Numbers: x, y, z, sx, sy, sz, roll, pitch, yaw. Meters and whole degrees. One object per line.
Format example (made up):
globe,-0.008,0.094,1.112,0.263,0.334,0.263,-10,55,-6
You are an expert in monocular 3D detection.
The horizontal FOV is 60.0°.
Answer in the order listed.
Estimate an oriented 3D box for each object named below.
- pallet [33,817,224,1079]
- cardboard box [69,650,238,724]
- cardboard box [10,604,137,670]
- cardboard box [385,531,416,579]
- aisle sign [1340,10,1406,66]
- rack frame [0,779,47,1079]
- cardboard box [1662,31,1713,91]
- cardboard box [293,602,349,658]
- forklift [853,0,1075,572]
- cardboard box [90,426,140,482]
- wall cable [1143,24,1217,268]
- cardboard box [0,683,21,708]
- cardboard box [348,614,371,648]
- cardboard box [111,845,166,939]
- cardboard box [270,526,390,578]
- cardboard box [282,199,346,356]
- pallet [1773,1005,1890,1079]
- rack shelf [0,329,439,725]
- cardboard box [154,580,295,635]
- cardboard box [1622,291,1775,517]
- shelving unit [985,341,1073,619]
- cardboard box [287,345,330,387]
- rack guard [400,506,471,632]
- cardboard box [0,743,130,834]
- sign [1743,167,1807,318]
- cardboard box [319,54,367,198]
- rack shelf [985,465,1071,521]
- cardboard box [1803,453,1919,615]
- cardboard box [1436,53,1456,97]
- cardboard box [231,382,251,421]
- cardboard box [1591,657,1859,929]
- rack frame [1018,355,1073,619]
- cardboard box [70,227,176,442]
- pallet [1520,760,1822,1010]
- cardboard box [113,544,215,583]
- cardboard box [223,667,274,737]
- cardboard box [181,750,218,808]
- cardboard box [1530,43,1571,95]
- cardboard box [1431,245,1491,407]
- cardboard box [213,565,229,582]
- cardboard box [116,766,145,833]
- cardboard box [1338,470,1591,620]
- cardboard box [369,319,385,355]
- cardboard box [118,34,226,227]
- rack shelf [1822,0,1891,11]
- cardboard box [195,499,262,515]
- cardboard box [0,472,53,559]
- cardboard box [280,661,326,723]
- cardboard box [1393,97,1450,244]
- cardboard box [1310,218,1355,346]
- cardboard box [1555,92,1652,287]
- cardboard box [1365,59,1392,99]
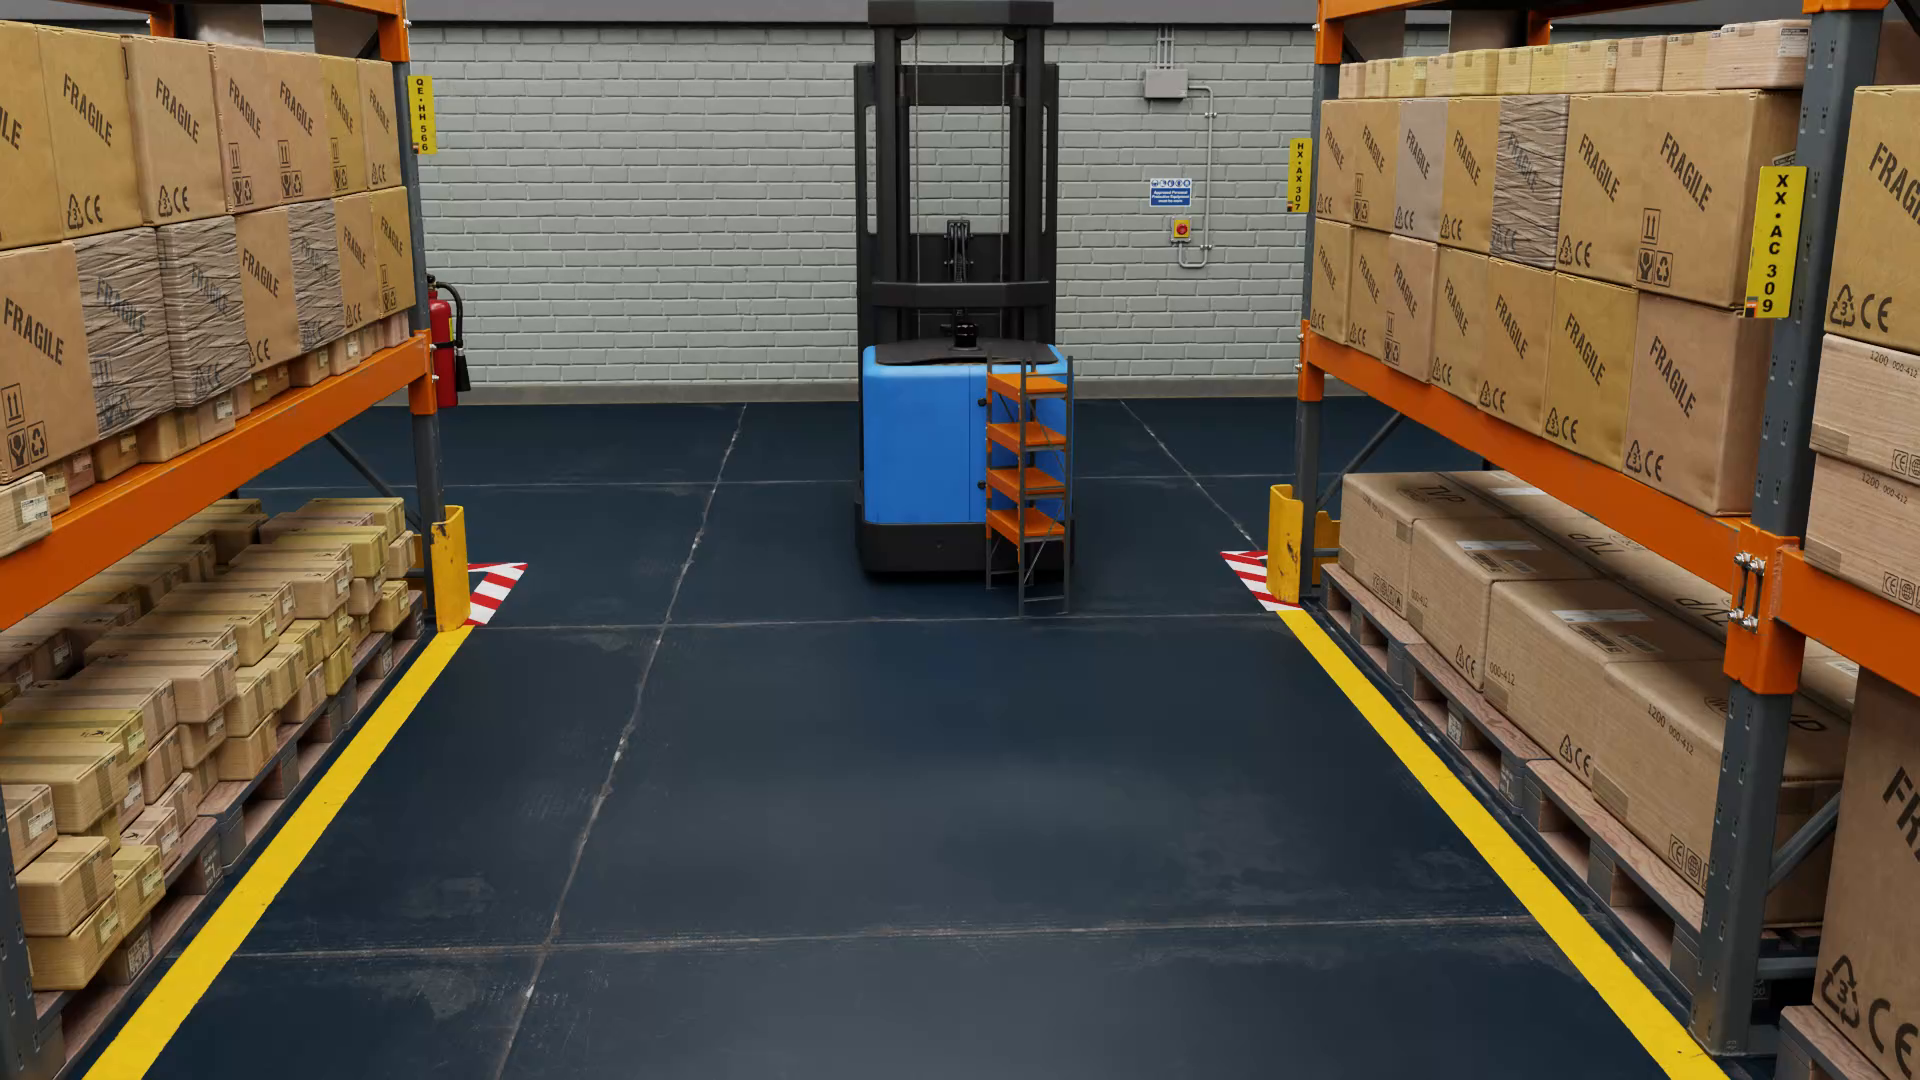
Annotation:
pallet,-2.676,1.084,4.389,1.003,0.211,1.213,-1,14,-3
cardboard box,-2.409,0.440,4.981,0.380,0.149,0.250,-1,14,-2
cardboard box,-2.941,0.318,5.454,0.380,0.149,0.250,-1,14,-3
cardboard box,-2.529,0.066,7.033,0.380,0.149,0.250,-1,14,-5
aisle sign,1.794,-2.468,7.384,0.394,0.787,0.004,-1,14,-3
rack frame,-2.602,-0.100,3.394,0.949,2.616,0.053,-1,14,-3
cardboard box,2.085,-1.249,4.353,0.380,0.149,0.250,-1,14,-3
cardboard box,-2.450,0.323,6.031,0.380,0.149,0.250,-1,14,-3
forklift,-0.034,-1.576,9.270,1.130,2.935,3.031,-1,14,-3
cardboard box,-2.460,-0.250,4.482,0.380,0.149,0.250,-2,15,-6
wall cable,1.715,-3.105,12.974,0.585,1.953,0.123,-1,14,-3
cardboard box,-2.897,0.514,4.692,0.380,0.149,0.250,0,14,-2
cardboard box,-2.558,0.340,6.564,0.380,0.149,0.250,-1,14,-4
cardboard box,-2.317,0.916,4.326,0.380,0.149,0.250,0,14,-2
cardboard box,-2.460,0.048,6.504,0.380,0.149,0.250,-1,14,-5
cardboard box,-2.494,-0.925,5.805,0.500,0.500,0.500,-1,14,-3
pallet,2.458,1.340,3.395,1.003,0.211,1.213,-1,14,-3
rack shelf,-2.723,-0.249,5.417,1.077,0.370,4.000,-1,14,-3
cardboard box,-2.529,0.247,5.732,0.380,0.149,0.250,-1,14,-5
cardboard box,2.052,-0.361,4.209,0.500,0.500,0.500,-1,14,-3
shelving unit,0.314,-0.289,7.743,0.258,1.200,0.503,-4,15,-16
cardboard box,-2.510,-0.642,6.008,0.380,0.149,0.250,-2,15,-6
rack guard,-2.842,0.135,7.499,1.175,0.500,0.348,-1,14,-3
cardboard box,-2.371,0.631,4.238,0.380,0.149,0.250,0,14,-1
sign,1.782,-0.650,3.636,0.100,0.325,0.005,-1,14,-3
cardboard box,-2.539,-1.535,6.169,0.500,0.500,0.500,-1,14,-5
rack shelf,0.314,-0.224,7.760,0.258,0.148,0.480,-4,15,-16
cardboard box,2.099,-0.015,3.366,0.500,0.250,0.500,-1,14,-5
cardboard box,1.899,-1.627,5.823,0.380,0.149,0.250,-1,14,-3
cardboard box,-2.483,-0.446,5.245,0.380,0.149,0.250,0,14,-1
cardboard box,2.404,0.678,4.669,0.875,0.438,0.875,-1,14,-4
rack frame,0.385,-0.231,7.517,0.240,1.200,0.015,-4,15,-16
cardboard box,-2.416,-0.542,4.316,0.500,0.500,0.500,-1,14,-3
pallet,2.366,0.959,4.876,1.003,0.211,1.213,-1,14,-3
cardboard box,-3.030,0.122,6.217,0.380,0.149,0.250,-2,15,-6
cardboard box,-2.418,0.517,5.278,0.380,0.149,0.250,-1,14,-4
cardboard box,-2.502,0.726,5.063,0.380,0.149,0.250,-2,15,-6
cardboard box,1.983,-1.439,5.089,0.380,0.149,0.250,-1,14,-5
cardboard box,1.951,-0.744,5.698,0.500,0.500,0.500,0,14,-2
cardboard box,-3.006,0.201,6.505,0.380,0.149,0.250,-1,14,-3
cardboard box,-2.458,0.717,4.502,0.380,0.149,0.250,-1,14,-4
cardboard box,2.228,0.004,7.290,0.875,0.438,0.875,-1,14,-5
cardboard box,-2.566,-0.834,6.751,0.380,0.149,0.250,-1,14,-4
cardboard box,-2.431,-1.147,4.660,0.500,0.500,0.500,-1,14,-3
rack shelf,2.459,-0.808,1.572,1.077,0.370,4.000,-1,14,-3
cardboard box,-3.153,-0.070,6.963,0.380,0.149,0.250,-2,15,-6
cardboard box,-2.290,-0.054,3.719,0.380,0.149,0.250,0,14,-1
cardboard box,-2.455,0.532,5.818,0.380,0.149,0.250,-1,14,-2
cardboard box,1.912,-1.349,6.041,0.500,0.500,0.500,-1,14,-4
cardboard box,1.831,-1.121,7.162,0.500,0.500,0.500,-1,14,-4
cardboard box,2.007,-0.973,4.582,0.500,0.500,0.500,-1,14,-4
cardboard box,1.822,-1.820,6.570,0.380,0.149,0.250,0,14,-2
